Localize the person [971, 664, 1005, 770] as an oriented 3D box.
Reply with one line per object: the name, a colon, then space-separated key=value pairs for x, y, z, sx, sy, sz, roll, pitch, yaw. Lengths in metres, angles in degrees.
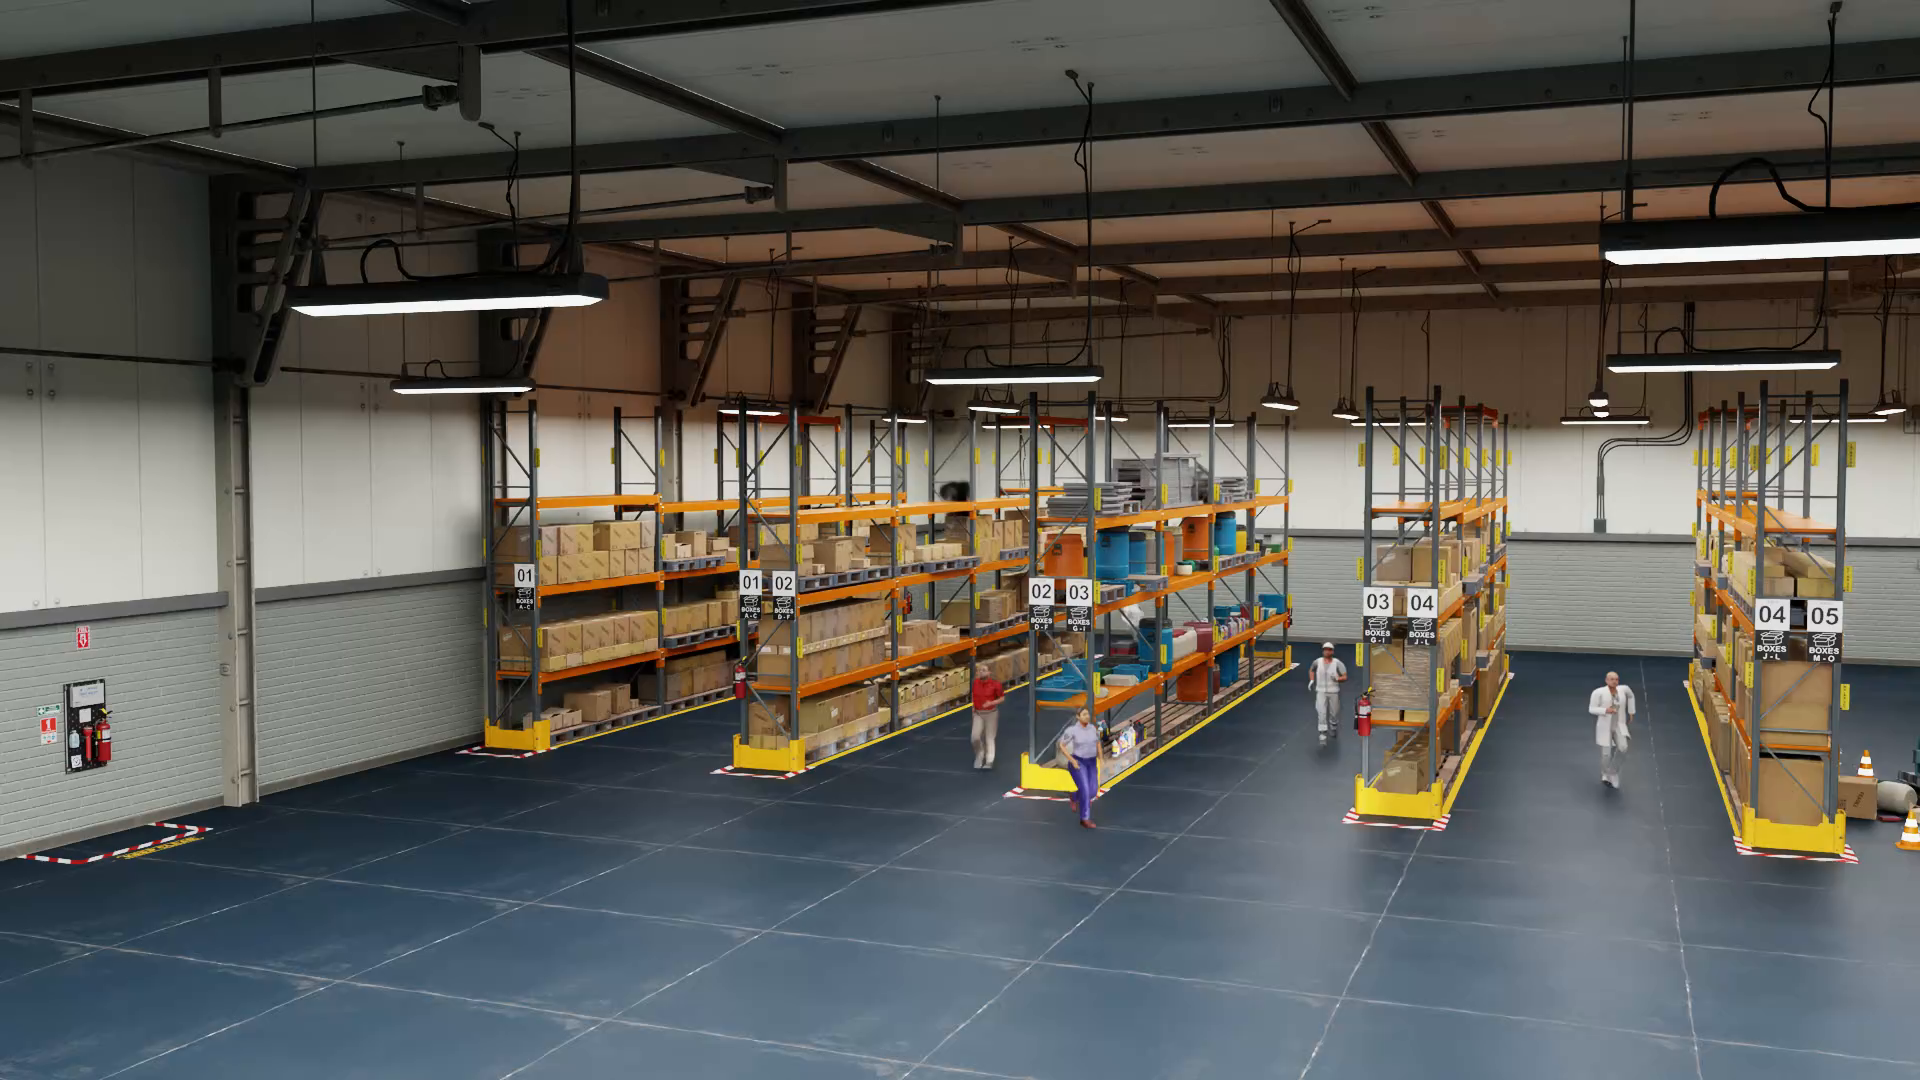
person: x=0.400 y=2.846 z=26.560 sx=0.635 sy=1.724 sz=0.674 roll=1 pitch=3 yaw=23

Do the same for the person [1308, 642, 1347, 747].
person: x=6.396 y=2.662 z=28.931 sx=0.663 sy=1.766 sz=0.998 roll=1 pitch=3 yaw=16

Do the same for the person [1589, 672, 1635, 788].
person: x=9.909 y=2.870 z=25.238 sx=0.753 sy=1.766 sz=0.883 roll=0 pitch=3 yaw=6

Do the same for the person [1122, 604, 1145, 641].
person: x=4.352 y=2.156 z=41.307 sx=0.664 sy=1.667 sz=0.608 roll=-1 pitch=3 yaw=-27

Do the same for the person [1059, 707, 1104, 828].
person: x=1.647 y=3.075 z=22.731 sx=0.641 sy=1.609 sz=0.717 roll=-2 pitch=3 yaw=-32
